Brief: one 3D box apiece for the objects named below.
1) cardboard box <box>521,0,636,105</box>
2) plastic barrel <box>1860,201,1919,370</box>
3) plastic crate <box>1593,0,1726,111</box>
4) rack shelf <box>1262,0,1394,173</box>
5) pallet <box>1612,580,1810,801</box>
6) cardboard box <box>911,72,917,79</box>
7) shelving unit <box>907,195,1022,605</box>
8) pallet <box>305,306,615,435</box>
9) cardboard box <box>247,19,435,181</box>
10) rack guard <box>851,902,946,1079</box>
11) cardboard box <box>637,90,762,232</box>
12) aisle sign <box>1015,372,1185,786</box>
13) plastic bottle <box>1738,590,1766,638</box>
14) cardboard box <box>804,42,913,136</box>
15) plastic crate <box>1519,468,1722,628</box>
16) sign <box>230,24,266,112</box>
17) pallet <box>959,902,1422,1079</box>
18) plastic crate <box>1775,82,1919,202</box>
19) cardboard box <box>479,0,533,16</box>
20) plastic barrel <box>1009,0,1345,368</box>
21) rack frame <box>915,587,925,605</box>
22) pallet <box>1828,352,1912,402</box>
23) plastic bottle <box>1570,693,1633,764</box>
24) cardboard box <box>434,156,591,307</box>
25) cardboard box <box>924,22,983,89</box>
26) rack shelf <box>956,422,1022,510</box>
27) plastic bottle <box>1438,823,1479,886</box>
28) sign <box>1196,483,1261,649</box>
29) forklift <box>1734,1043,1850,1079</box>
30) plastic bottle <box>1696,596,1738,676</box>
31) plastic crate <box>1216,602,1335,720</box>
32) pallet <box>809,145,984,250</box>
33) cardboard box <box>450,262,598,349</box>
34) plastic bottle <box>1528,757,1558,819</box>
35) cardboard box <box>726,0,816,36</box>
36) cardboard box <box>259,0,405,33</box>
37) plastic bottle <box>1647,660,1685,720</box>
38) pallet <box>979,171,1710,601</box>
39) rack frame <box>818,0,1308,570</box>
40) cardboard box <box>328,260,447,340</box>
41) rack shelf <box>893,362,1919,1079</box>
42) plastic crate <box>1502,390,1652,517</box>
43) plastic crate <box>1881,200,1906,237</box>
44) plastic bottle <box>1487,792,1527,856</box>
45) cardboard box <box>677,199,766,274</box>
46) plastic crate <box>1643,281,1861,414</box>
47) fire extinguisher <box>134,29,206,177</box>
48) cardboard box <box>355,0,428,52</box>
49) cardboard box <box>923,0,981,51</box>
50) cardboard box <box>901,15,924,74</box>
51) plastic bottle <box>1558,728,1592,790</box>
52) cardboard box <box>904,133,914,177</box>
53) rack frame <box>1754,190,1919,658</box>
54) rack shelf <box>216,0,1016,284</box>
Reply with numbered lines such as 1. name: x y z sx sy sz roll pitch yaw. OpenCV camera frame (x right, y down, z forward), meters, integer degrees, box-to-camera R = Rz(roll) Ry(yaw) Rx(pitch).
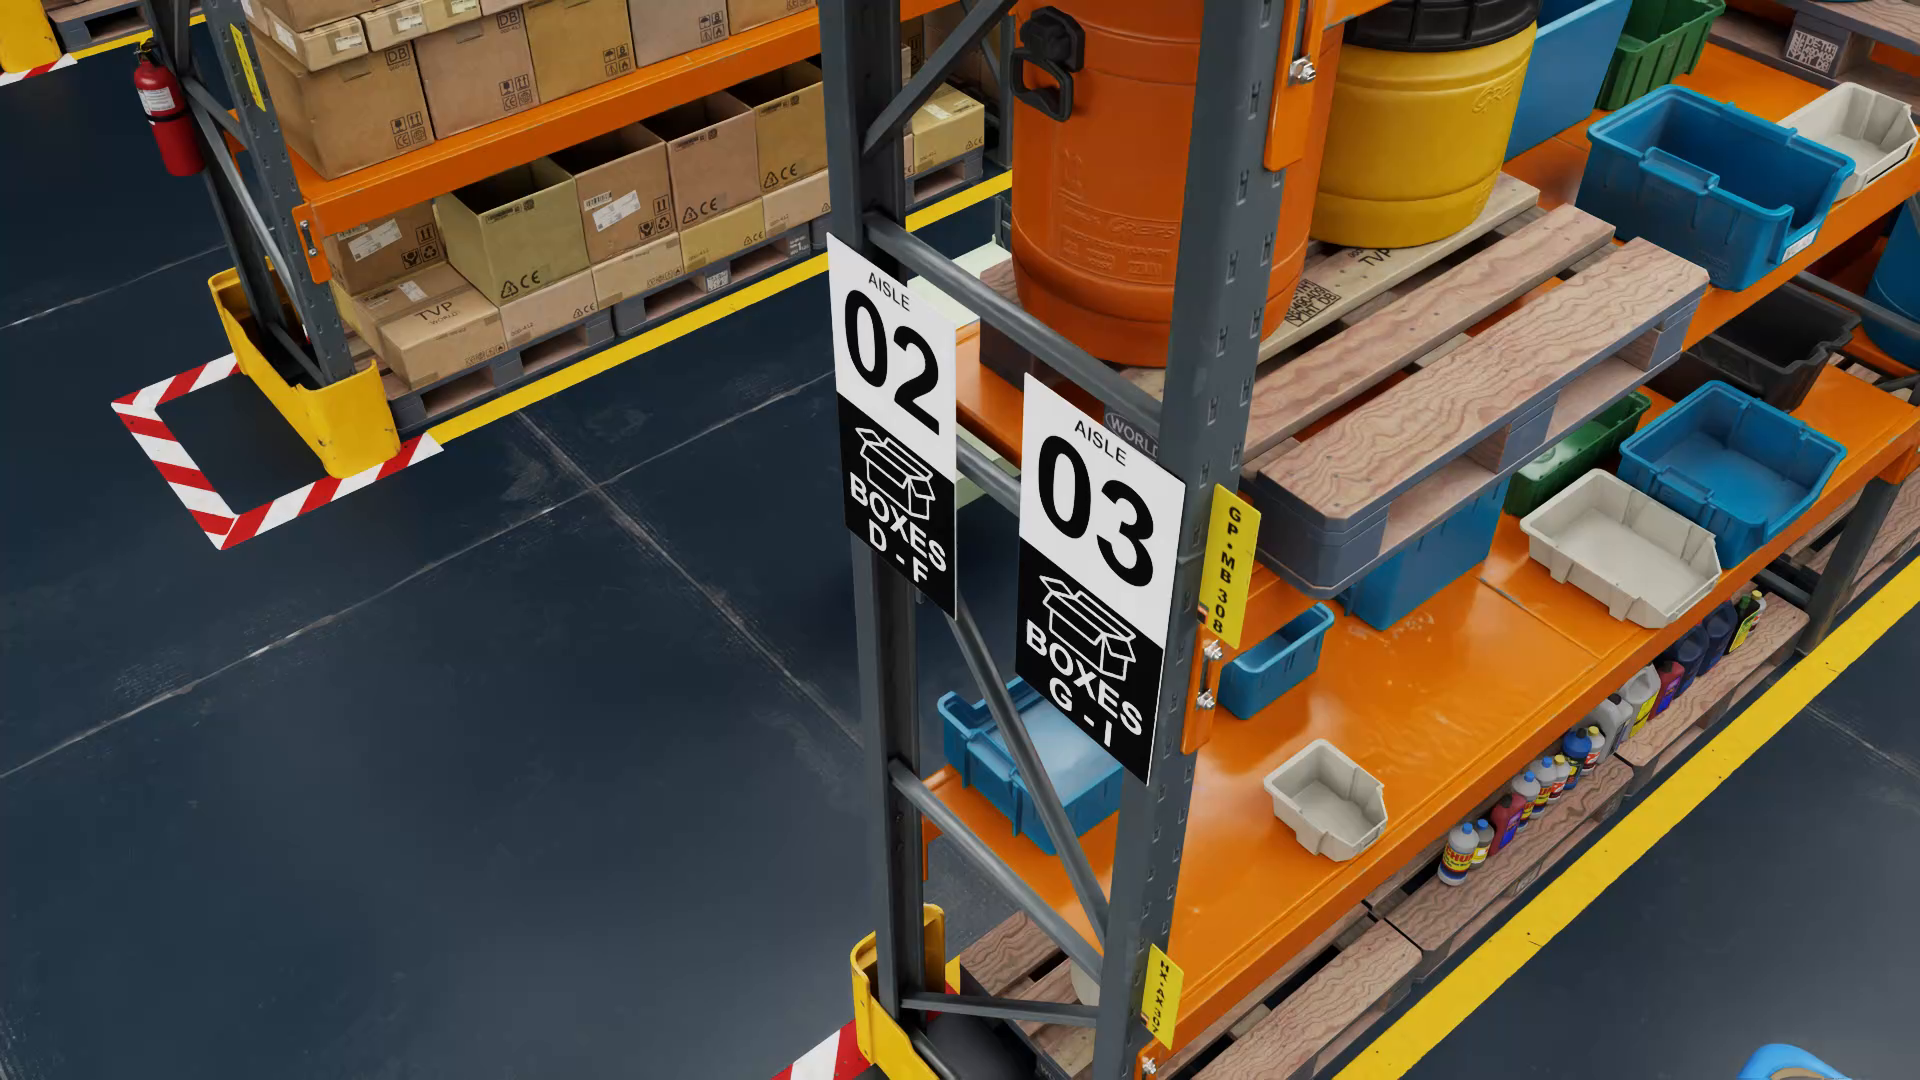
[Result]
1. cardboard box: -1.914 -2.430 7.627 0.500 0.500 0.700 -29 51 -28
2. plastic barrel: 3.669 -1.095 5.912 0.708 0.901 0.600 -30 51 -28
3. plastic crate: 1.793 -1.368 4.532 0.450 0.188 0.336 -30 51 -28
4. rack shelf: 1.644 -1.802 3.466 4.000 0.370 1.077 -30 51 -28
5. pallet: 2.637 0.388 6.736 1.213 0.211 1.003 -30 51 -28
6. cardboard box: -0.547 -2.610 9.594 0.500 0.250 0.500 -30 51 -28
7. shelving unit: -0.005 -0.544 6.787 0.755 1.500 0.431 -30 51 -28
8. pallet: -2.505 -1.089 8.309 1.213 0.211 1.003 -30 51 -28
9. cardboard box: -2.699 -1.982 7.150 0.500 0.500 0.700 -30 51 -28
10. rack guard: 0.138 1.709 5.119 0.348 0.500 1.175 -30 51 -28
11. cardboard box: -1.359 -1.948 8.340 0.500 0.500 0.500 -30 51 -28
12. aisle sign: 0.243 0.093 3.114 0.004 0.787 0.394 -30 51 -28
13. plastic bottle: 3.100 0.281 6.536 0.097 0.201 0.097 0 43 0
14. cardboard box: -0.603 -2.396 8.818 0.500 0.500 0.500 -30 51 -28
15. plastic crate: 2.095 0.041 5.262 0.437 0.136 0.530 -30 51 -28
16. sign: -2.713 -1.798 6.336 0.005 0.325 0.100 -30 51 -28
17. pallet: 0.765 1.460 5.595 1.213 0.211 1.003 -30 51 -28
18. plastic crate: 2.207 -0.981 4.159 0.396 0.136 0.243 -30 51 -28
19. cardboard box: -2.038 -2.415 7.137 0.250 0.149 0.380 -31 51 -28
20. plastic barrel: 0.401 -0.828 3.182 0.708 0.830 0.600 -30 51 -28
21. rack frame: -0.286 -0.383 6.616 0.023 1.500 0.400 -30 51 -28
22. pallet: 4.692 -0.789 7.990 1.213 0.211 1.003 -30 51 -28
23. plastic bottle: 2.347 0.661 6.077 0.135 0.276 0.152 -29 50 -27
24. cardboard box: -2.129 -1.511 7.875 0.500 0.500 0.500 -30 51 -28
25. cardboard box: 0.135 -2.989 9.997 0.500 0.250 0.500 -30 51 -28
26. rack shelf: -0.005 -0.306 7.010 0.720 0.370 0.431 -30 51 -28
27. plastic bottle: 1.701 1.057 5.659 0.097 0.271 0.097 0 43 0
28. sign: 0.460 0.050 2.862 0.005 0.325 0.100 -30 51 -28
29. forklift: 2.869 1.950 3.087 3.031 2.935 1.130 34 53 31
30. plastic bottle: 2.869 0.338 6.366 0.185 0.351 0.144 -31 51 -29
31. plastic crate: 0.804 0.250 4.954 0.408 0.251 0.499 -30 51 -28
32. pallet: -0.634 -2.160 9.450 1.213 0.211 1.003 -30 51 -28
33. cardboard box: -2.130 -1.238 8.133 0.500 0.250 0.500 -30 51 -28
34. plastic bottle: 2.041 0.862 5.866 0.097 0.271 0.097 0 43 0
35. cardboard box: -1.121 -2.889 8.116 0.500 0.500 0.700 -29 50 -27
36. cardboard box: -2.658 -2.478 6.731 0.500 0.500 0.700 -30 51 -28
37. plastic bottle: 2.624 0.540 6.200 0.133 0.283 0.061 -26 49 -25
38. pallet: 0.808 -0.481 3.572 1.213 0.211 1.003 -30 51 -28
39. rack frame: 0.110 -1.331 2.148 0.127 3.000 1.000 -30 51 -28
40. cardboard box: -2.843 -1.289 8.187 0.500 0.250 0.500 -30 51 -28
41. rack shelf: 1.644 0.239 5.383 4.000 0.370 1.077 -30 51 -28
42. plastic crate: 1.956 -0.376 5.668 0.662 0.188 0.450 -30 51 -28
43. plastic crate: 3.825 -1.543 6.768 0.575 0.384 0.392 -30 51 -28
44. plastic bottle: 1.886 0.963 5.750 0.133 0.283 0.061 -29 50 -27
45. cardboard box: -1.359 -1.675 8.598 0.500 0.250 0.500 -30 51 -28
46. plastic crate: 2.695 -0.716 5.920 0.504 0.338 0.767 -30 51 -28
47. fire extinguisher: -3.454 -1.911 7.204 0.183 0.674 0.296 -30 51 -28
48. cardboard box: -2.425 -2.197 6.905 0.250 0.149 0.380 -31 51 -29
49. cardboard box: 0.130 -3.188 9.799 0.500 0.311 0.500 -30 51 -28
50. cardboard box: -0.553 -2.889 9.343 0.500 0.500 0.500 -30 51 -28
51. plastic bottle: 2.196 0.773 5.961 0.097 0.271 0.097 0 43 0
52. cardboard box: -0.602 -2.122 9.074 0.500 0.250 0.500 -30 51 -28
53. rack frame: 3.178 -0.901 6.072 0.127 3.000 1.000 -30 51 -28
54. rack shelf: -1.531 -2.363 8.155 4.000 0.370 1.077 -30 51 -28
